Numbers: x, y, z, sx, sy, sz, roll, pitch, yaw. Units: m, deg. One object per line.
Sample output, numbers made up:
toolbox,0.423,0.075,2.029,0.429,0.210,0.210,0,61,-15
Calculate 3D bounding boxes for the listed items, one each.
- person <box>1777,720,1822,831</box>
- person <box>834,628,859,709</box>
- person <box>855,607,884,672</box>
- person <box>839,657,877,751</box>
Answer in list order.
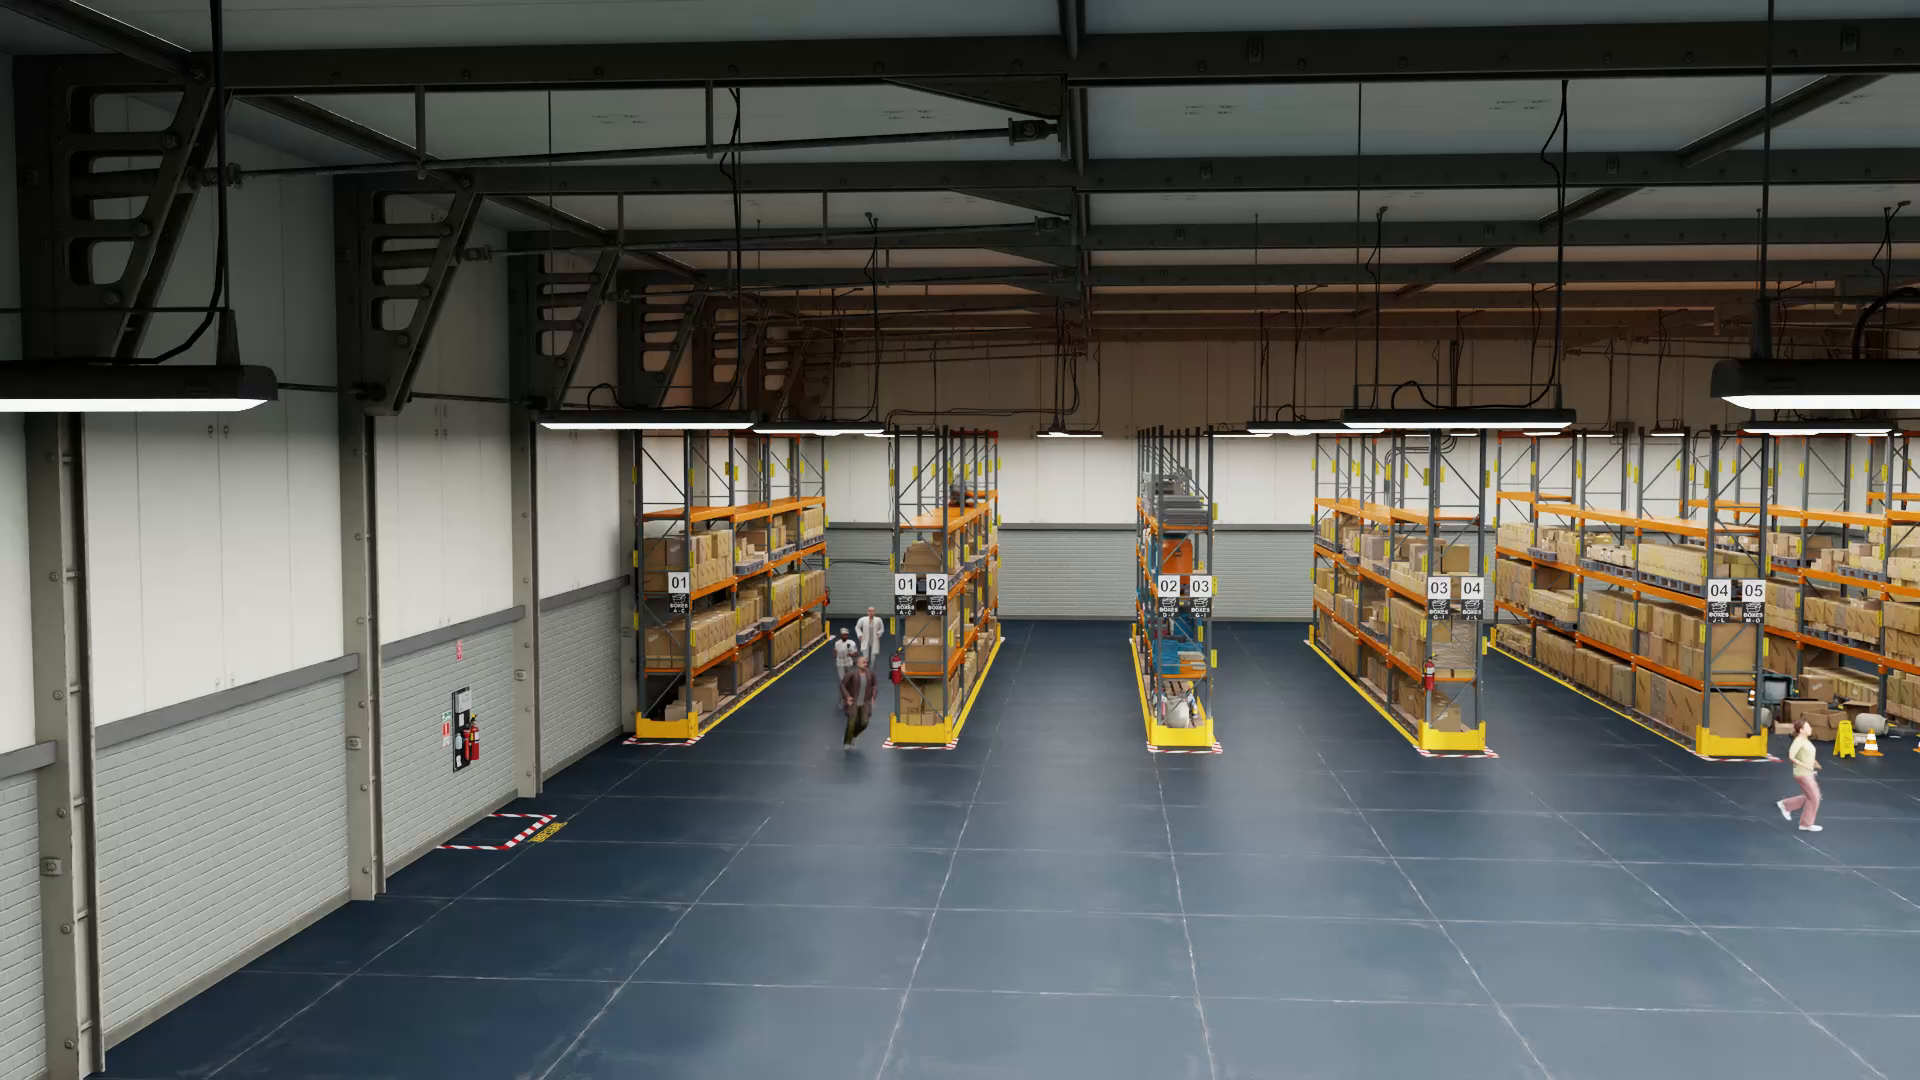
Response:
person,12.341,3.439,24.424,0.625,1.620,0.580,3,4,39
person,-2.444,2.751,35.670,0.546,1.766,0.741,0,3,-2
person,-2.135,2.464,39.542,0.680,1.749,0.696,0,3,-8
person,-1.850,3.023,30.765,0.770,1.715,0.561,-1,4,-19
